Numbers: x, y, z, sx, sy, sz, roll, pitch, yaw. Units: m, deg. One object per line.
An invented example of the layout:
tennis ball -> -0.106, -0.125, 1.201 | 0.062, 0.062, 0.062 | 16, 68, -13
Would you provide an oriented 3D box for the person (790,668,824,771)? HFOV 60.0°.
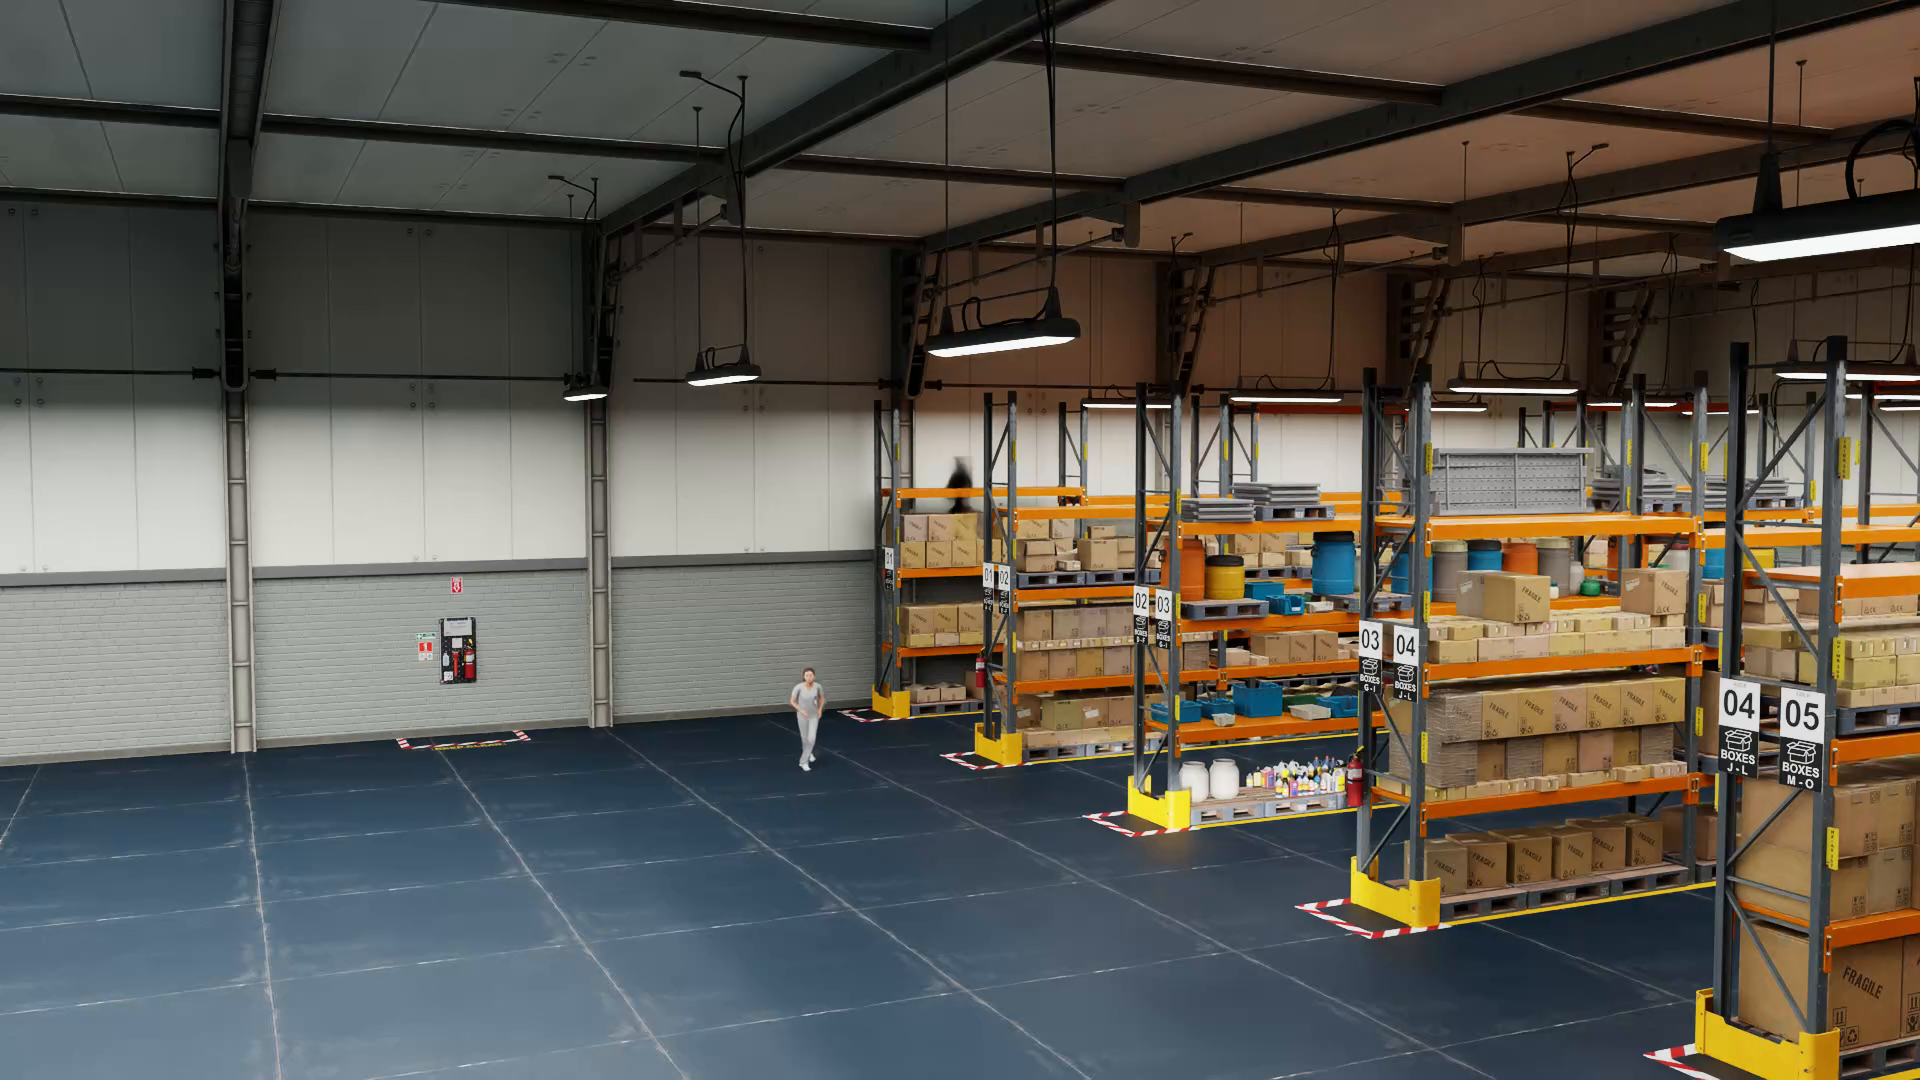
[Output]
person -> -2.433, 2.822, 26.492 | 0.551, 1.628, 0.663 | -1, 3, -10
